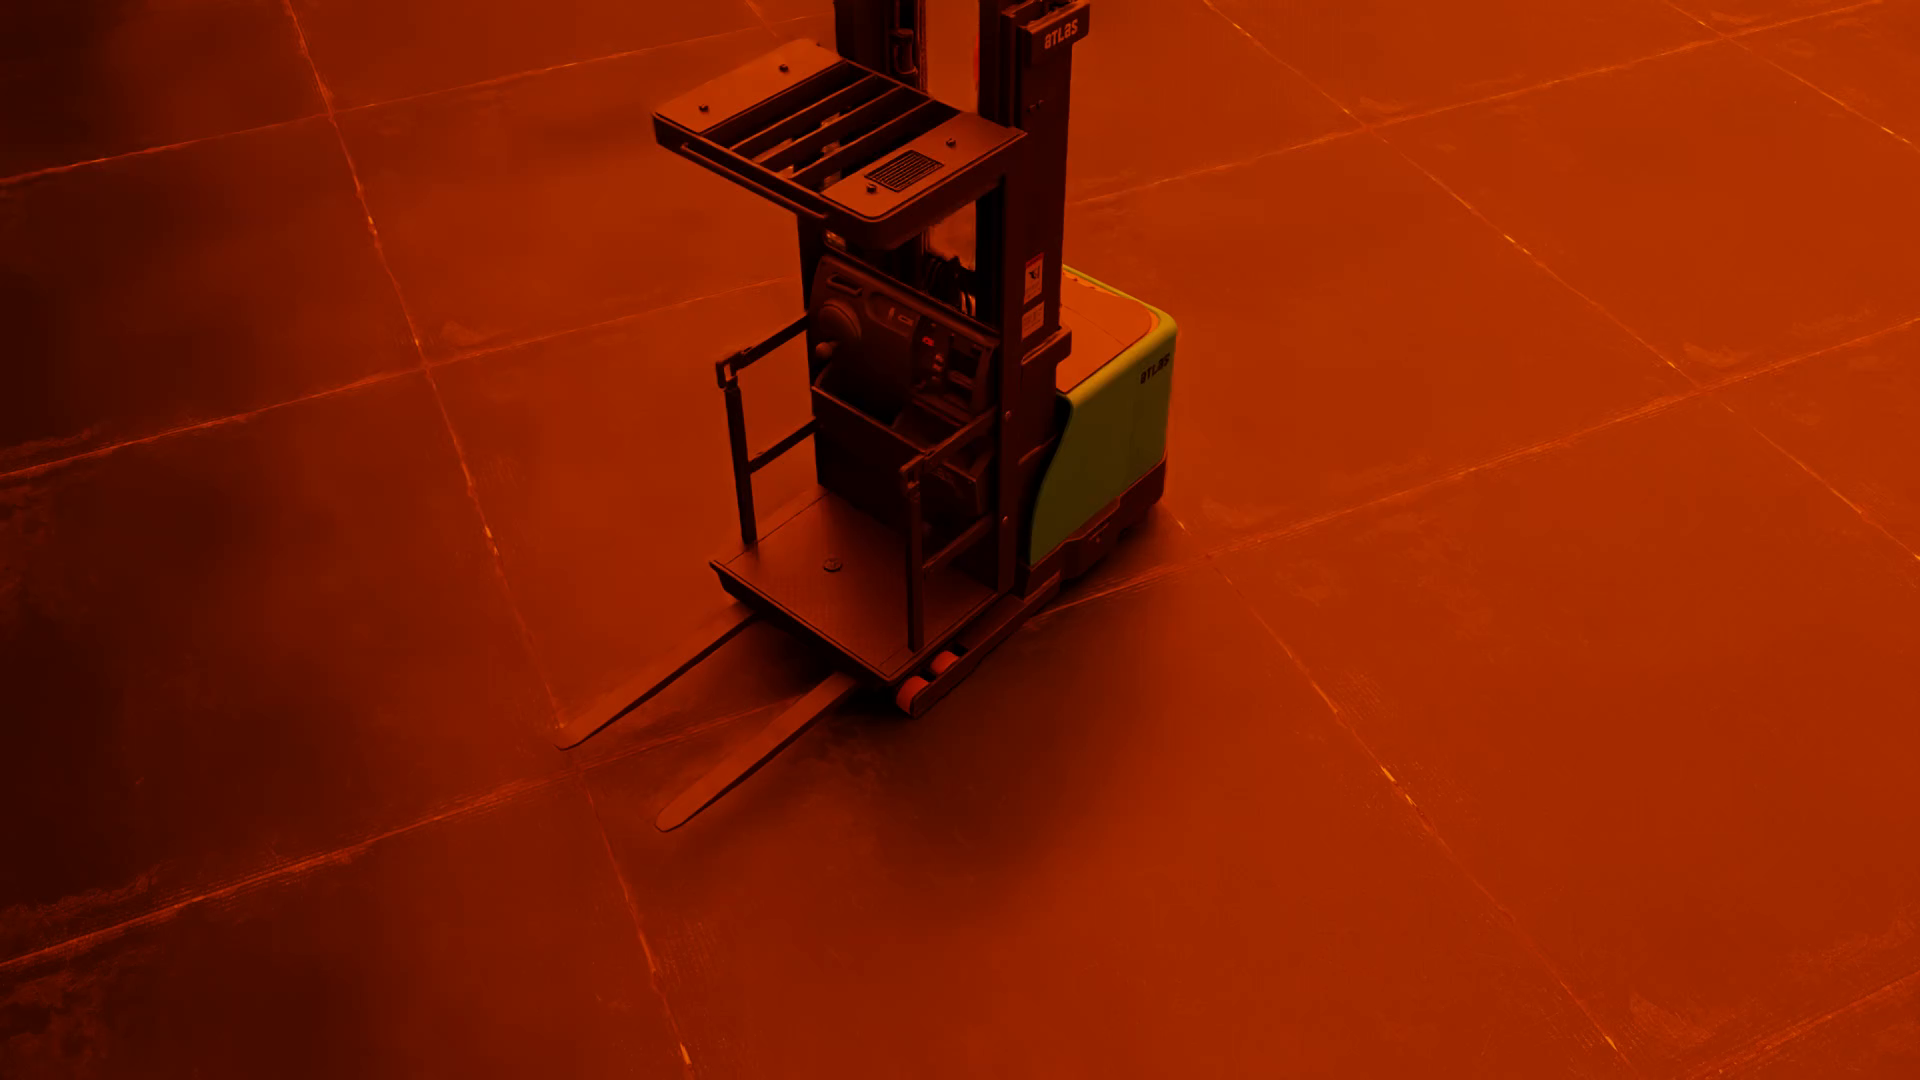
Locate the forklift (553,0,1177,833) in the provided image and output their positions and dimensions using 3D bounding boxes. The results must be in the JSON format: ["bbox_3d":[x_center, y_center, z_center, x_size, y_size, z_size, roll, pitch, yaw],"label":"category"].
[{"bbox_3d":[-0.377,-0.724,6.456,1.130,2.935,3.031,31,51,29],"label":"forklift"}]

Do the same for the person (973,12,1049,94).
[{"bbox_3d":[0.330,-2.739,9.551,0.604,1.738,0.936,-5,43,-5],"label":"person"}]
